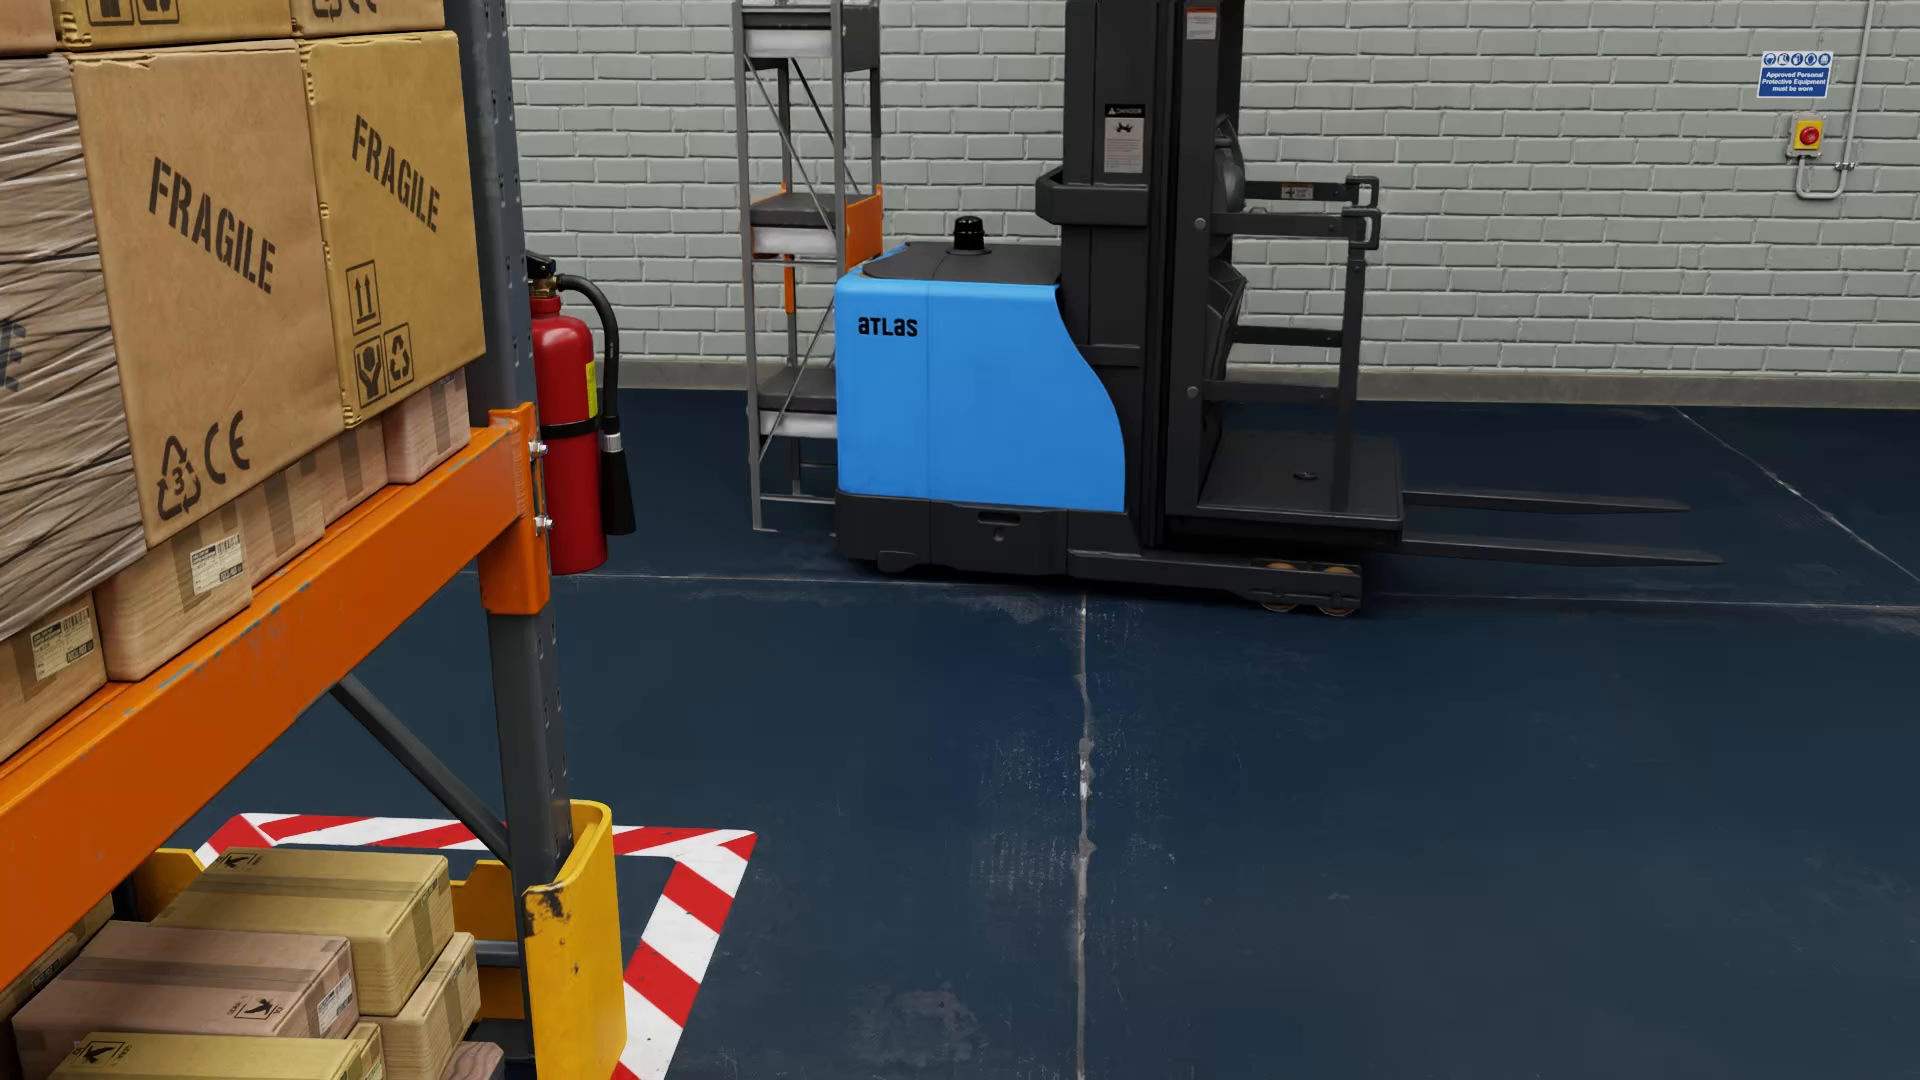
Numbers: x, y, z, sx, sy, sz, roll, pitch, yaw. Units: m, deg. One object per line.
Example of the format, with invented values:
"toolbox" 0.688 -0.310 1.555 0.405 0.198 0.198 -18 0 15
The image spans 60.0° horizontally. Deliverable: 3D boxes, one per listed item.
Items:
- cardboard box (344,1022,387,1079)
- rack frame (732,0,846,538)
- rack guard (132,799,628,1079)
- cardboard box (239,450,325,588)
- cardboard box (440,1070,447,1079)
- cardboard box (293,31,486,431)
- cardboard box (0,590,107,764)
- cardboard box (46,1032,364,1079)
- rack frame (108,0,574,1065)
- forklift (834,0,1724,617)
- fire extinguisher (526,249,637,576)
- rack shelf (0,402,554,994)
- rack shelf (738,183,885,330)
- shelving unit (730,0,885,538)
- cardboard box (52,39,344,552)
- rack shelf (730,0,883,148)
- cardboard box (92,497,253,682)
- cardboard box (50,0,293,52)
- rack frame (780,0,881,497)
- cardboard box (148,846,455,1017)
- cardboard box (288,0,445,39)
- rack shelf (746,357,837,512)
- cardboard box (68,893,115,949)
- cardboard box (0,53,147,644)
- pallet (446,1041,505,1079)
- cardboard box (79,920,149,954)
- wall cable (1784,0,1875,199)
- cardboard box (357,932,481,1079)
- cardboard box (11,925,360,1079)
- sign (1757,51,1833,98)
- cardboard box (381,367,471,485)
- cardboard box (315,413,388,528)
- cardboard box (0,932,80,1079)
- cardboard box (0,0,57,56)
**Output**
"cardboard box" -1.083 0.843 2.461 0.380 0.149 0.250 1 18 3
"rack frame" -0.614 -1.019 6.160 0.400 2.100 0.015 4 19 12
"rack guard" -1.263 0.790 3.210 1.175 0.500 0.348 1 18 4
"cardboard box" -1.057 -0.040 2.131 0.380 0.149 0.250 1 18 3
"cardboard box" -1.087 0.902 2.758 0.380 0.149 0.250 2 18 5
"cardboard box" -1.033 -0.465 2.387 0.500 0.500 0.500 2 18 5
"cardboard box" -1.100 0.121 1.640 0.380 0.149 0.250 0 18 1
"cardboard box" -1.009 0.781 2.171 0.380 0.149 0.250 1 18 3
"rack frame" -1.257 -0.422 2.892 1.000 3.000 0.127 1 18 4
"forklift" 1.120 -1.315 5.730 3.031 2.935 1.130 4 19 12
"fire extinguisher" -0.779 -0.276 3.170 0.296 0.674 0.183 1 18 4
"rack shelf" -1.400 0.541 1.109 1.077 0.370 4.000 1 18 4
"rack shelf" -0.559 -1.080 6.390 0.431 0.518 0.480 4 19 12
"shelving unit" -0.559 -1.093 6.386 0.431 2.100 0.503 4 19 12
"cardboard box" -1.075 -0.305 1.899 0.500 0.500 0.500 1 18 3
"rack shelf" -0.559 -1.745 6.172 0.431 0.518 0.480 4 19 12
"cardboard box" -1.052 0.040 1.888 0.380 0.149 0.250 2 18 5
"cardboard box" -1.078 -0.781 1.744 0.500 0.500 0.500 1 18 2
"rack frame" -0.504 -1.167 6.612 0.400 2.100 0.015 4 19 12
"cardboard box" -1.042 0.621 2.659 0.380 0.149 0.250 1 18 5
"cardboard box" -1.042 -0.938 2.224 0.500 0.500 0.500 1 18 3
"rack shelf" -0.559 -0.415 6.608 0.431 0.518 0.480 4 19 12
"cardboard box" -1.634 0.606 2.705 0.380 0.149 0.250 0 18 1
"cardboard box" -1.101 -0.148 1.418 0.500 0.500 0.500 1 18 4
"pallet" -1.356 1.179 2.487 1.003 0.211 1.213 1 18 4
"cardboard box" -1.551 0.749 2.745 0.380 0.149 0.250 2 18 6
"wall cable" 4.068 -2.592 7.834 0.585 1.953 0.123 1 18 4
"cardboard box" -1.010 0.763 2.705 0.380 0.149 0.250 1 18 2
"cardboard box" -1.118 0.698 2.425 0.380 0.149 0.250 2 18 5
"sign" 4.025 -2.243 8.016 0.327 0.218 0.001 1 18 4
"cardboard box" -0.999 -0.195 2.603 0.380 0.149 0.250 1 18 4
"cardboard box" -1.054 -0.118 2.370 0.380 0.149 0.250 1 18 4
"cardboard box" -1.533 0.694 2.435 0.380 0.149 0.250 2 18 5
"cardboard box" -1.106 -0.619 1.250 0.500 0.500 0.500 2 18 7
